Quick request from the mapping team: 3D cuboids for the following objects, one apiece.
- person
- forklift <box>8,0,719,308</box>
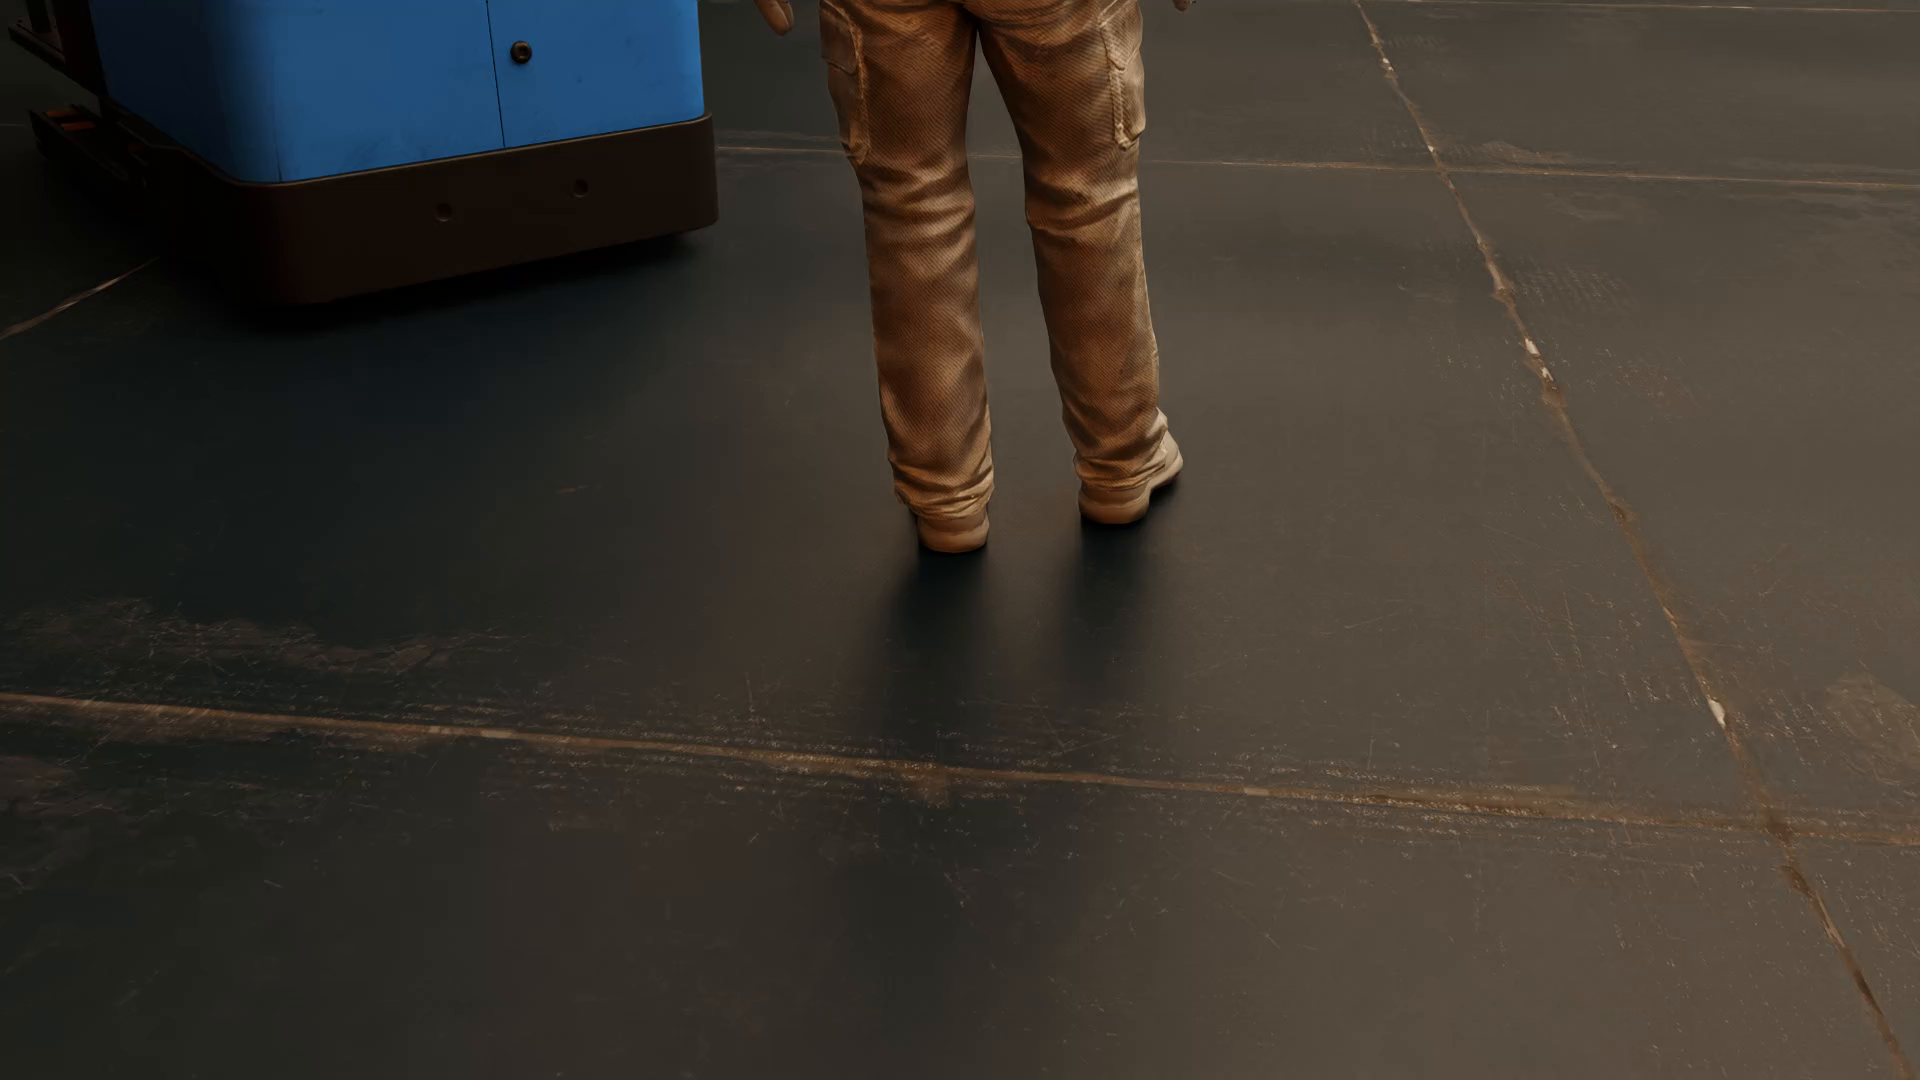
[{"bbox_3d":[0.017,-0.836,2.163,0.656,1.786,0.574,3,27,7],"label":"person"},{"bbox_3d":[-1.853,-2.362,3.952,1.130,2.935,3.031,-19,32,-33],"label":"forklift"}]
